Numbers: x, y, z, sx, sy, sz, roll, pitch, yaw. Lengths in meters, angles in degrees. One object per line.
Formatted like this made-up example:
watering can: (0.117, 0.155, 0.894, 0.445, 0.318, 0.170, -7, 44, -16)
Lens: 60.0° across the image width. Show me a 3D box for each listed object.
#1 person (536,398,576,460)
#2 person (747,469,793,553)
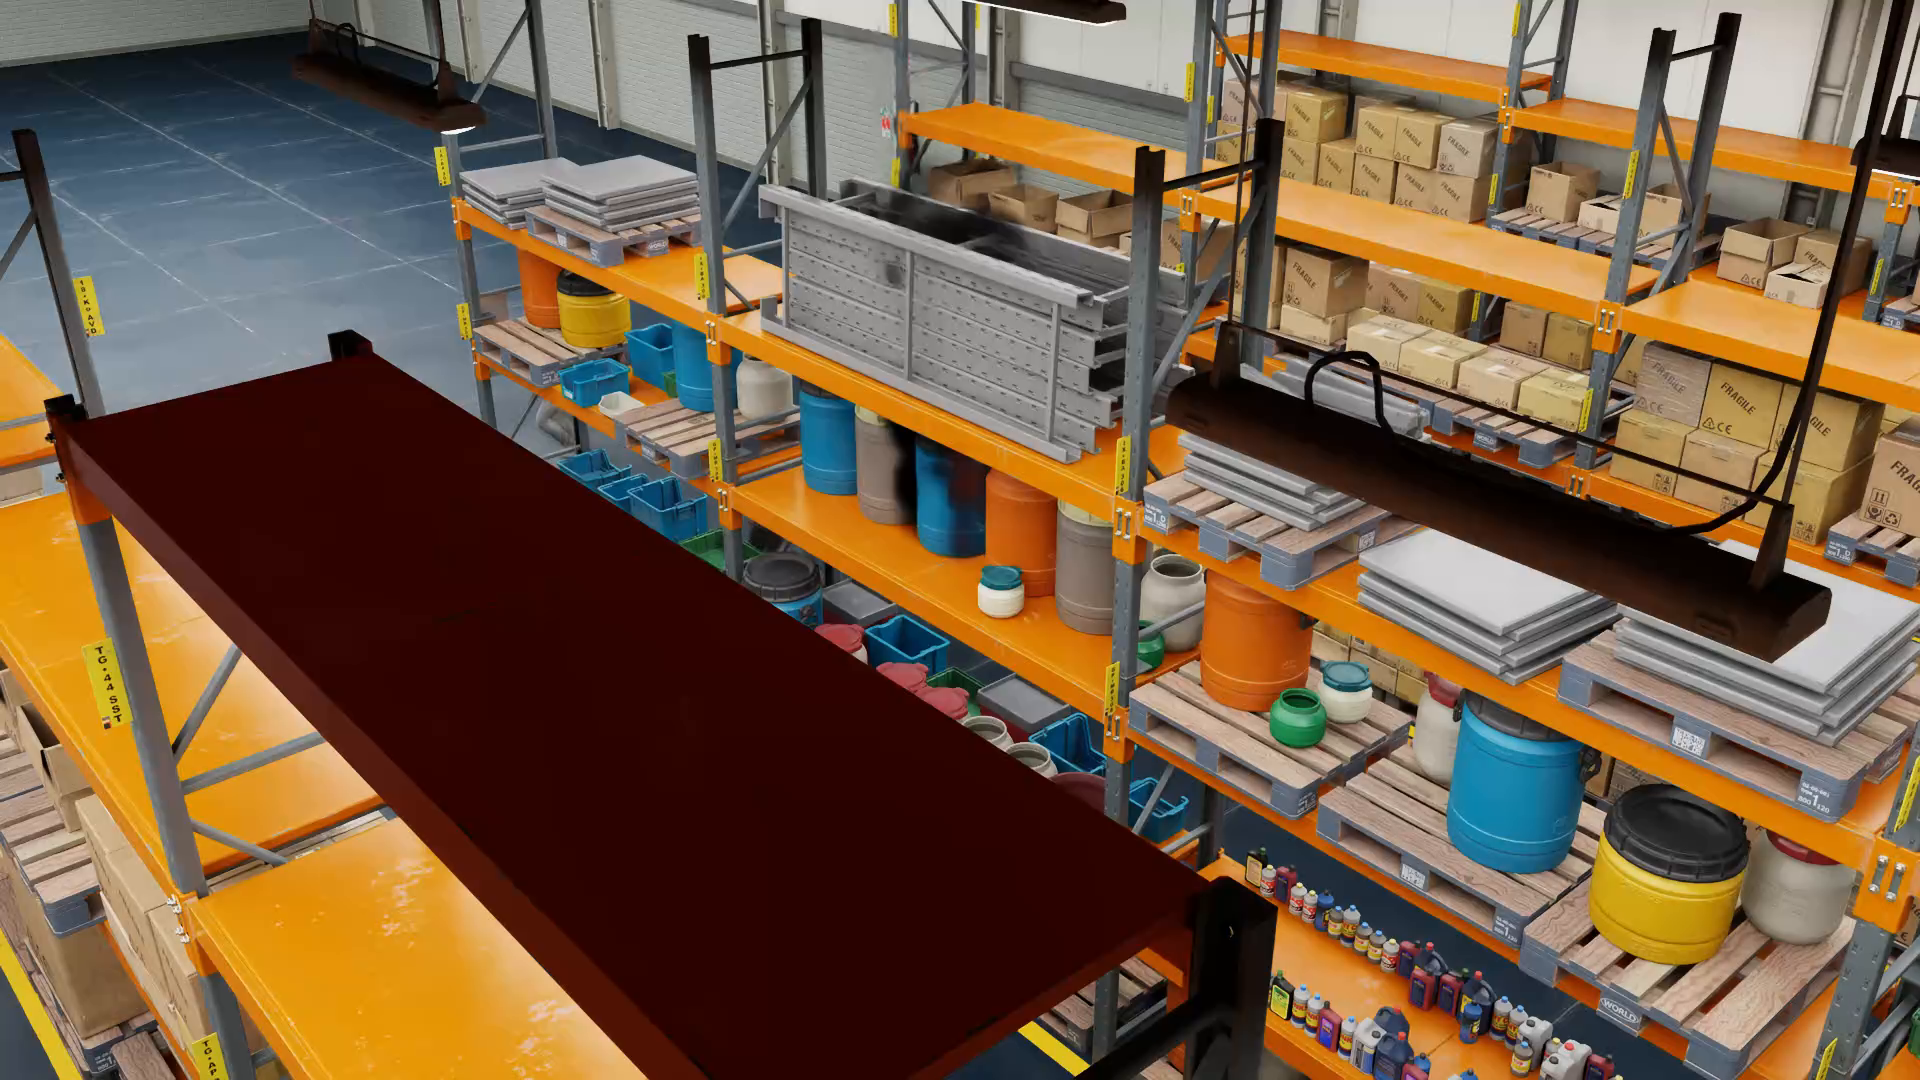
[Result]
person: (-4.677, -1.711, 19.089, 0.605, 1.685, 0.560, -6, 28, -12)
person: (-1.812, -0.168, 16.126, 0.782, 1.641, 0.578, 12, 29, 23)
